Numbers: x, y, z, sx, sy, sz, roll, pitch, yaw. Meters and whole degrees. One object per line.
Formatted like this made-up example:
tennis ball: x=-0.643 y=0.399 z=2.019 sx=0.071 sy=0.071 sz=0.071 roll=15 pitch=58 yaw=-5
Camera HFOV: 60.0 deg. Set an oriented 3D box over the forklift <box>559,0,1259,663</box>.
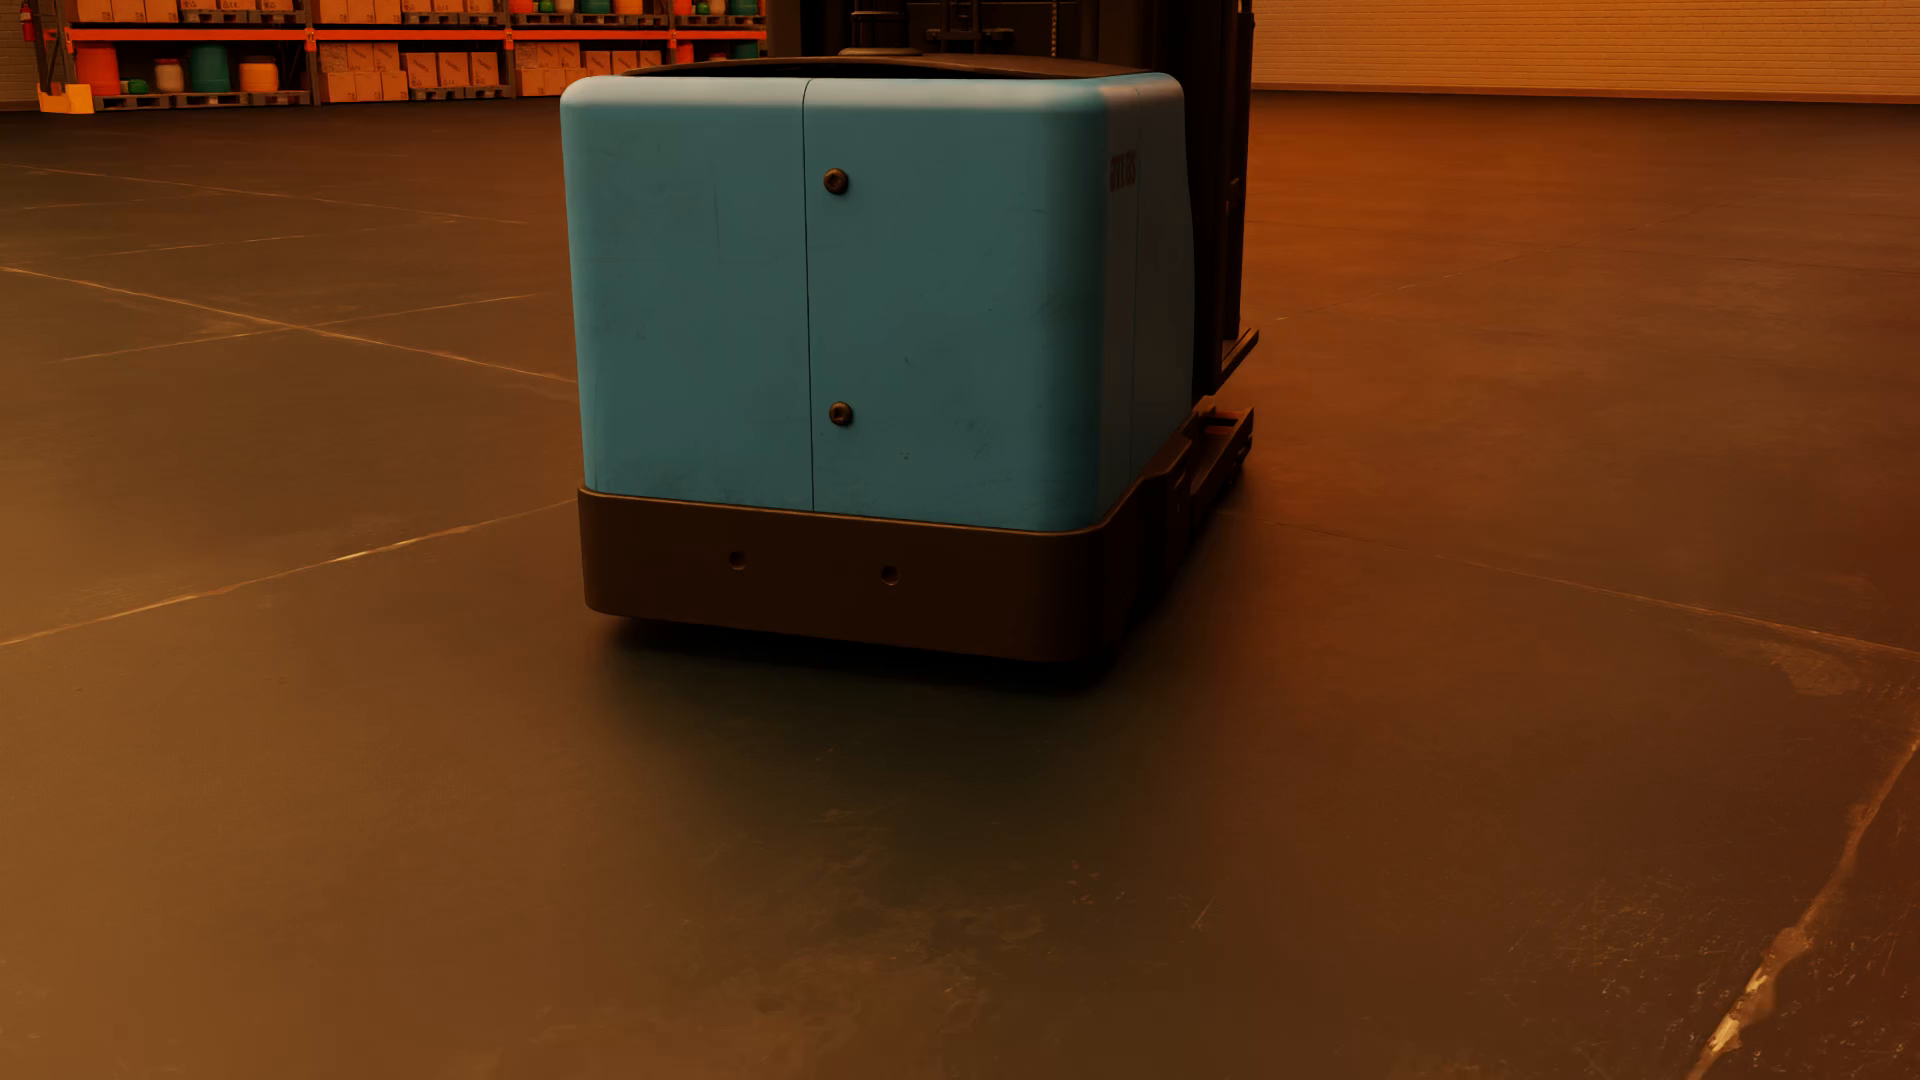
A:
forklift: x=0.182 y=-1.571 z=4.072 sx=1.130 sy=2.935 sz=3.031 roll=5 pitch=18 yaw=17
